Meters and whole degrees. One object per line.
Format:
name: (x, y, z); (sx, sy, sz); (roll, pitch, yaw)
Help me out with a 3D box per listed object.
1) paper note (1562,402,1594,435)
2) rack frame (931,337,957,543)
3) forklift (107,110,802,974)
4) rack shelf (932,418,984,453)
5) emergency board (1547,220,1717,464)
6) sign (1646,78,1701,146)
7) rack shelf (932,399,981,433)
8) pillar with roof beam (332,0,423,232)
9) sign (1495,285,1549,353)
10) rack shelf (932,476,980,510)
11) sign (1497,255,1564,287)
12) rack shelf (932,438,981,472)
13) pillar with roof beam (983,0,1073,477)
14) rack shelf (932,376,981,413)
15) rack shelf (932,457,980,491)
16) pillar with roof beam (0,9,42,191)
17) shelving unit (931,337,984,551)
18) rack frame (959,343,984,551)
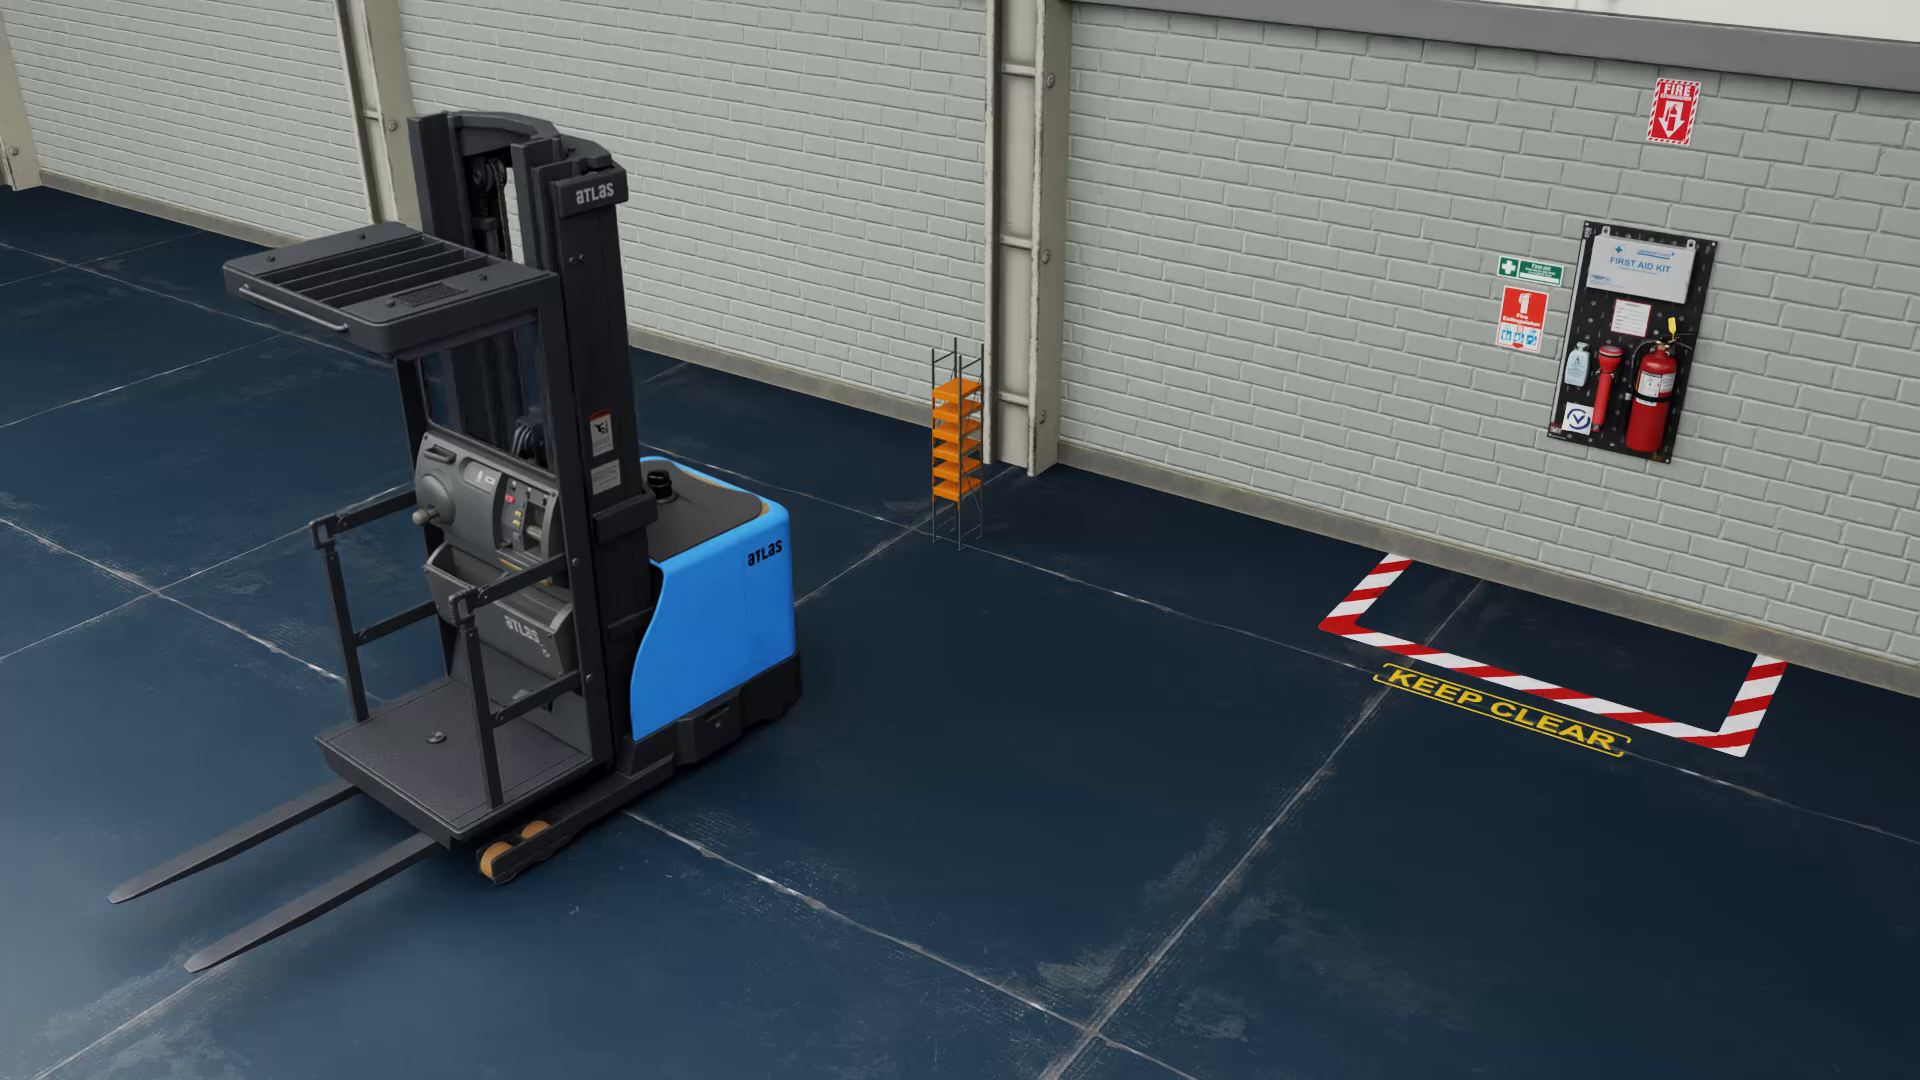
paper note: (3.217, -0.631, 8.655); (0.142, 0.148, 0.016); (17, 32, 30)
rack frame: (-0.087, -0.562, 9.531); (0.006, 1.200, 0.240); (17, 32, 30)
forklift: (-2.111, -0.134, 6.782); (1.130, 2.935, 3.031); (21, 34, 35)
rack shelf: (-0.012, -0.606, 9.451); (0.180, 0.103, 0.258); (17, 32, 30)
emergency board: (3.324, -0.953, 8.315); (0.643, 1.169, 0.194); (17, 32, 30)
sign: (3.374, -2.025, 7.867); (0.199, 0.298, 0.001); (17, 32, 30)
rack shelf: (-0.012, -0.713, 9.396); (0.180, 0.103, 0.258); (17, 32, 30)
pillar with roof beam: (-6.989, -4.450, 8.572); (0.400, 9.000, 9.100); (17, 32, 30)
sign: (2.927, -1.149, 8.662); (0.234, 0.329, 0.001); (17, 32, 30)
rack shelf: (-0.012, -0.285, 9.614); (0.180, 0.103, 0.258); (17, 32, 30)
sign: (2.925, -1.381, 8.533); (0.331, 0.109, 0.001); (17, 32, 30)
rack shelf: (-0.012, -0.499, 9.505); (0.180, 0.103, 0.258); (17, 32, 30)
pillar with roof beam: (-2.044, -2.909, 5.544); (0.400, 9.000, 9.100); (17, 32, 30)
rack shelf: (-0.012, -0.820, 9.342); (0.180, 0.103, 0.258); (17, 32, 30)
rack shelf: (-0.012, -0.392, 9.560); (0.180, 0.103, 0.258); (17, 32, 30)
pillar with roof beam: (-11.935, -5.990, 11.599); (0.400, 9.000, 9.100); (17, 32, 30)
shelving unit: (-0.012, -0.538, 9.485); (0.189, 1.200, 0.258); (17, 32, 30)
rack frame: (0.063, -0.515, 9.439); (0.006, 1.200, 0.240); (17, 32, 30)
